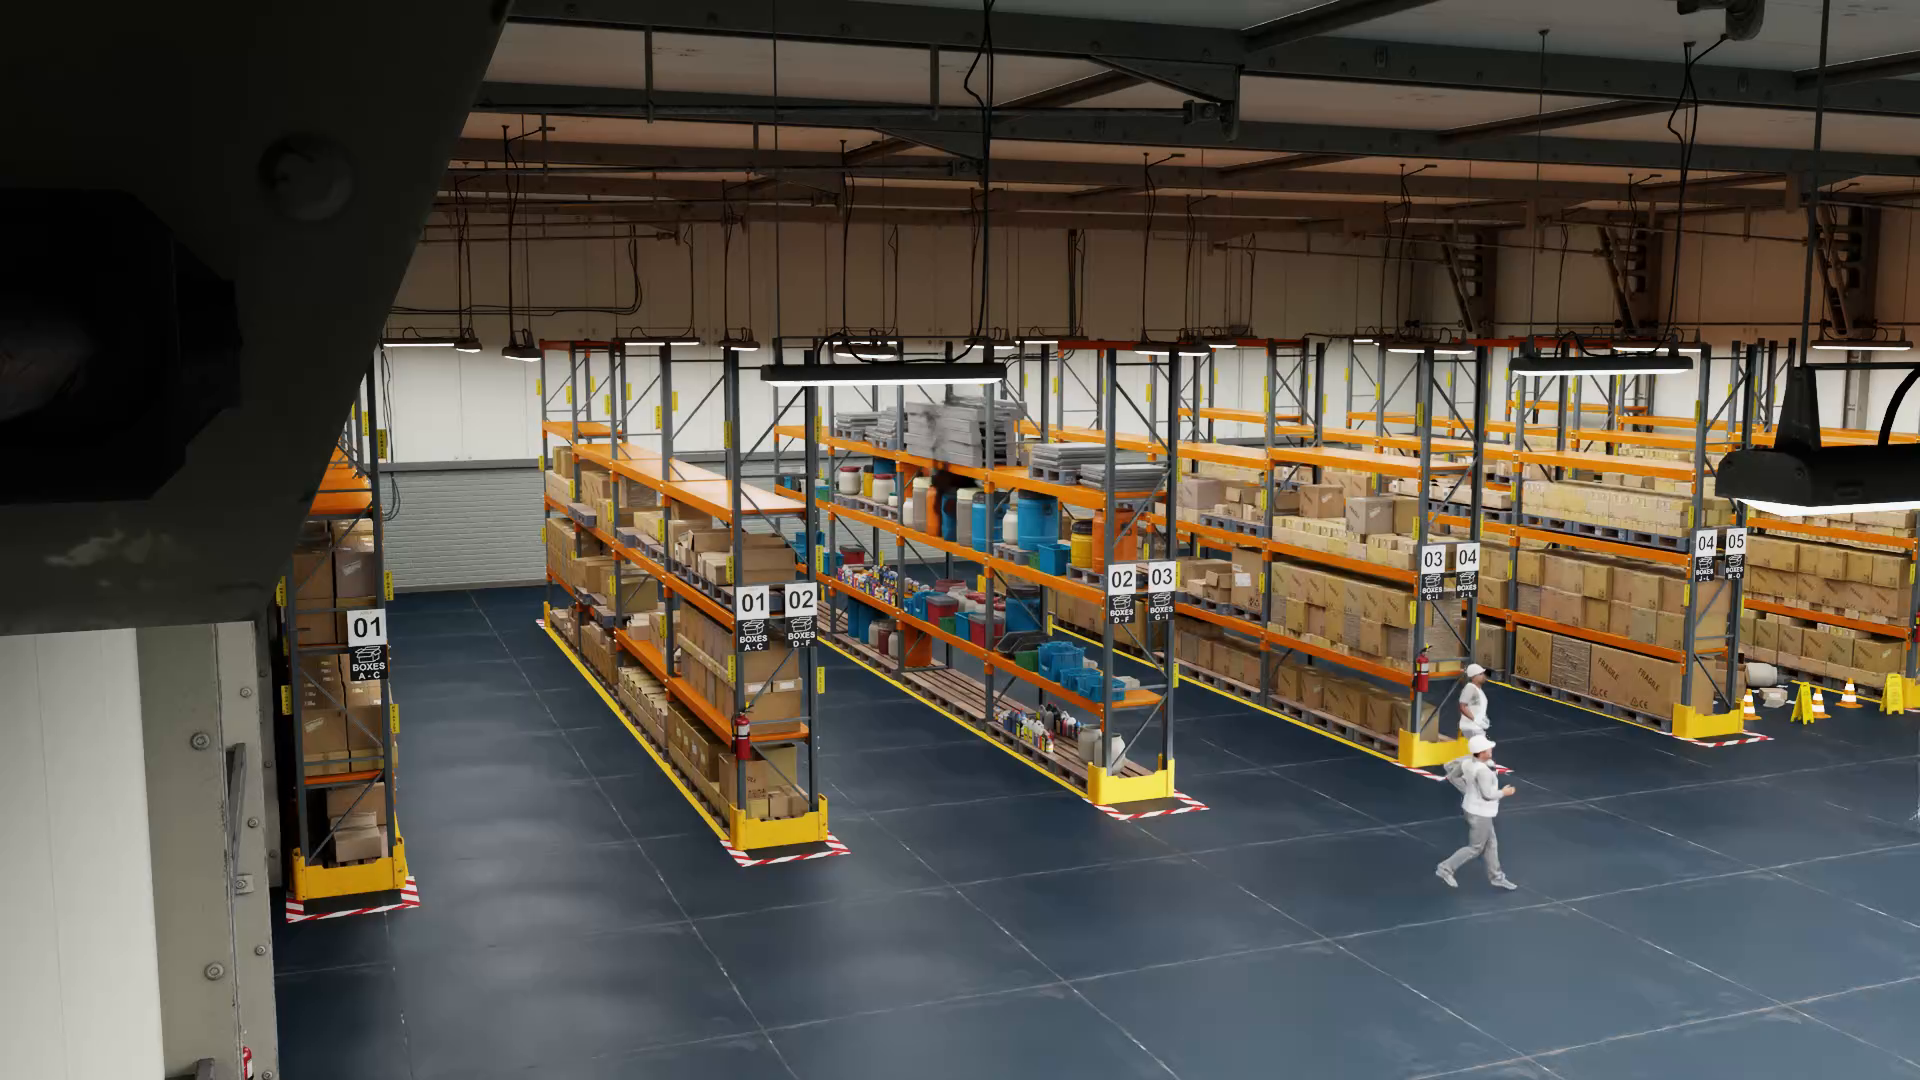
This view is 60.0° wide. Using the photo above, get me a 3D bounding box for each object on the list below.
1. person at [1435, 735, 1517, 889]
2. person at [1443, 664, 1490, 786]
[{"bbox_3d":[5.777,3.036,18.466,0.927,1.777,0.657,0,7,1],"label":"person"},{"bbox_3d":[6.923,2.541,22.643,0.579,1.731,0.708,3,8,24],"label":"person"}]
